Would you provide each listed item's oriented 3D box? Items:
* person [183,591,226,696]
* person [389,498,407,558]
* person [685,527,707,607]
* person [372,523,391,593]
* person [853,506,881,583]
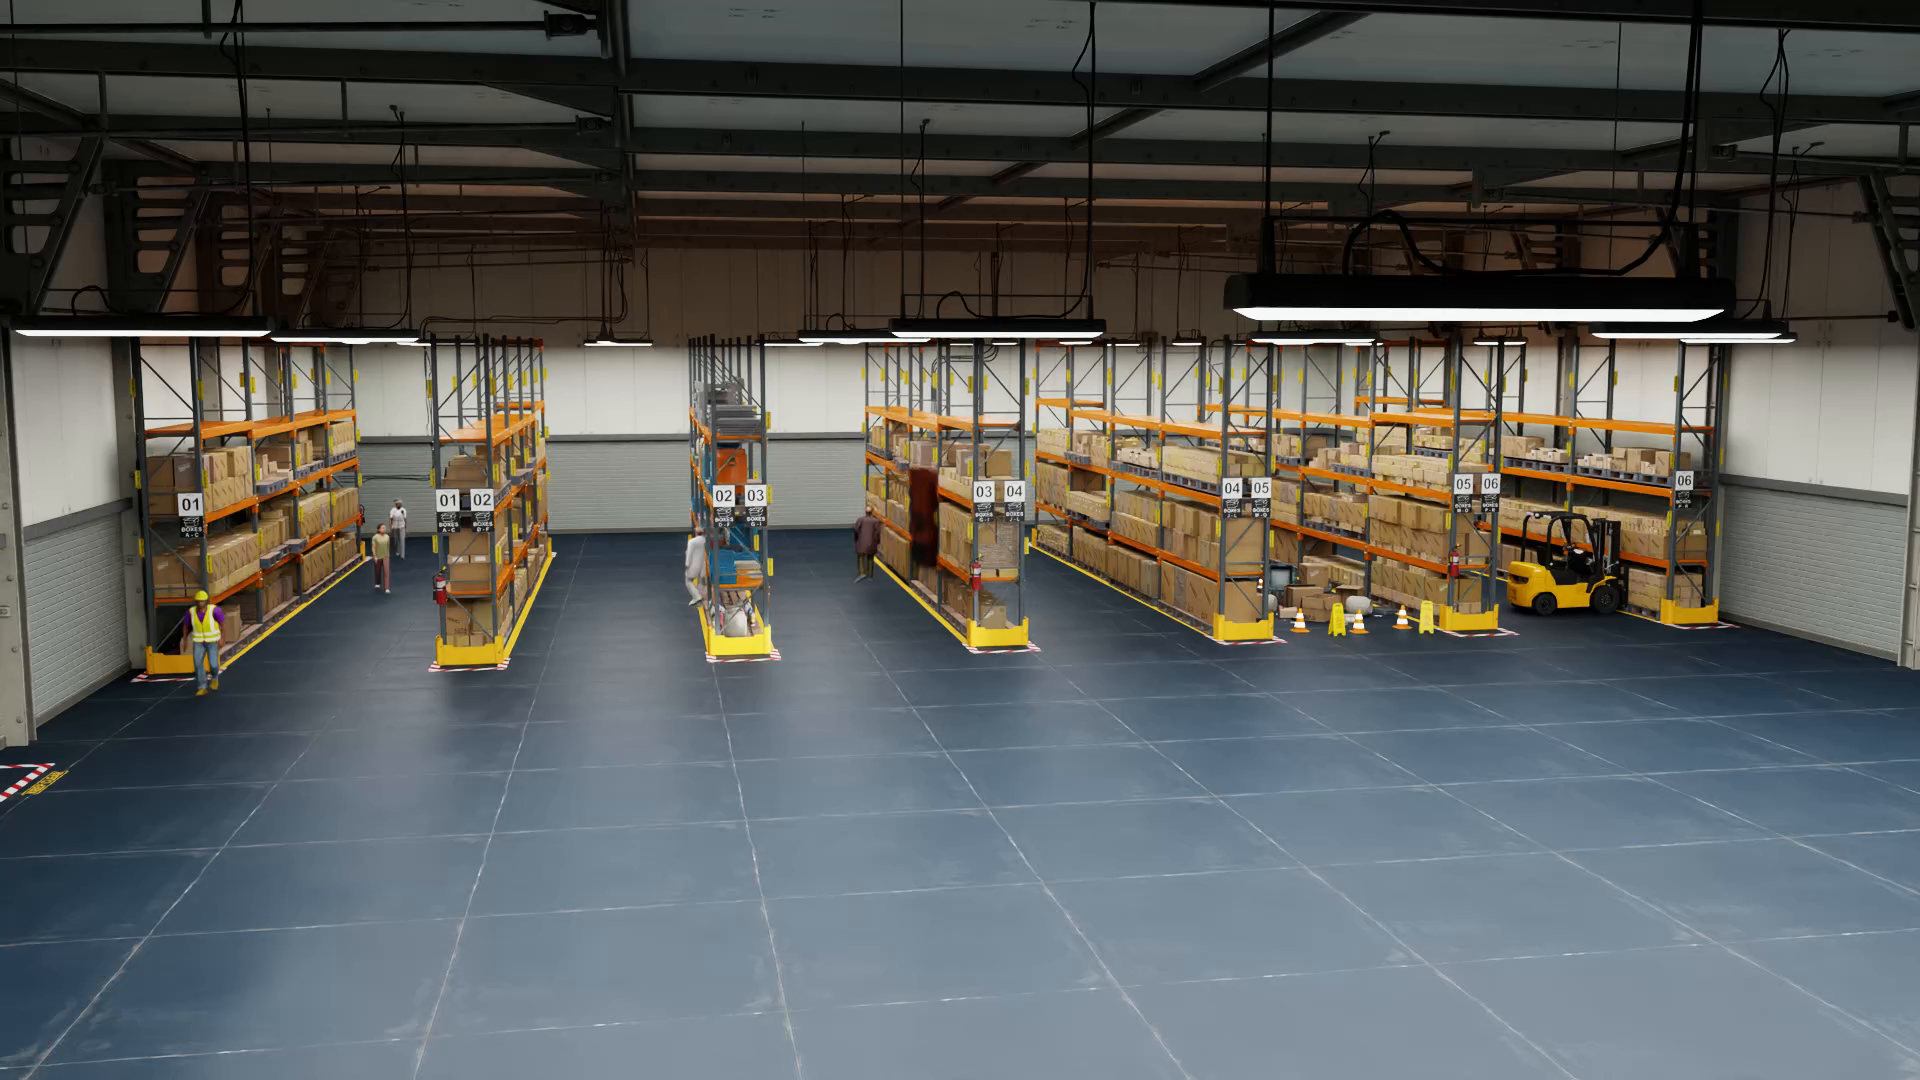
[{"bbox_3d":[-12.594,1.693,27.739,0.660,1.746,0.619,-1,7,-12],"label":"person"},{"bbox_3d":[-15.414,-0.337,45.615,0.437,1.621,1.014,-2,7,-14],"label":"person"},{"bbox_3d":[-5.745,0.633,36.554,0.625,1.639,0.542,-5,8,-34],"label":"person"},{"bbox_3d":[-13.638,0.412,39.183,0.410,1.624,1.019,-2,7,-20],"label":"person"},{"bbox_3d":[-2.180,0.110,38.937,0.663,1.778,0.639,-1,7,-5],"label":"person"}]
